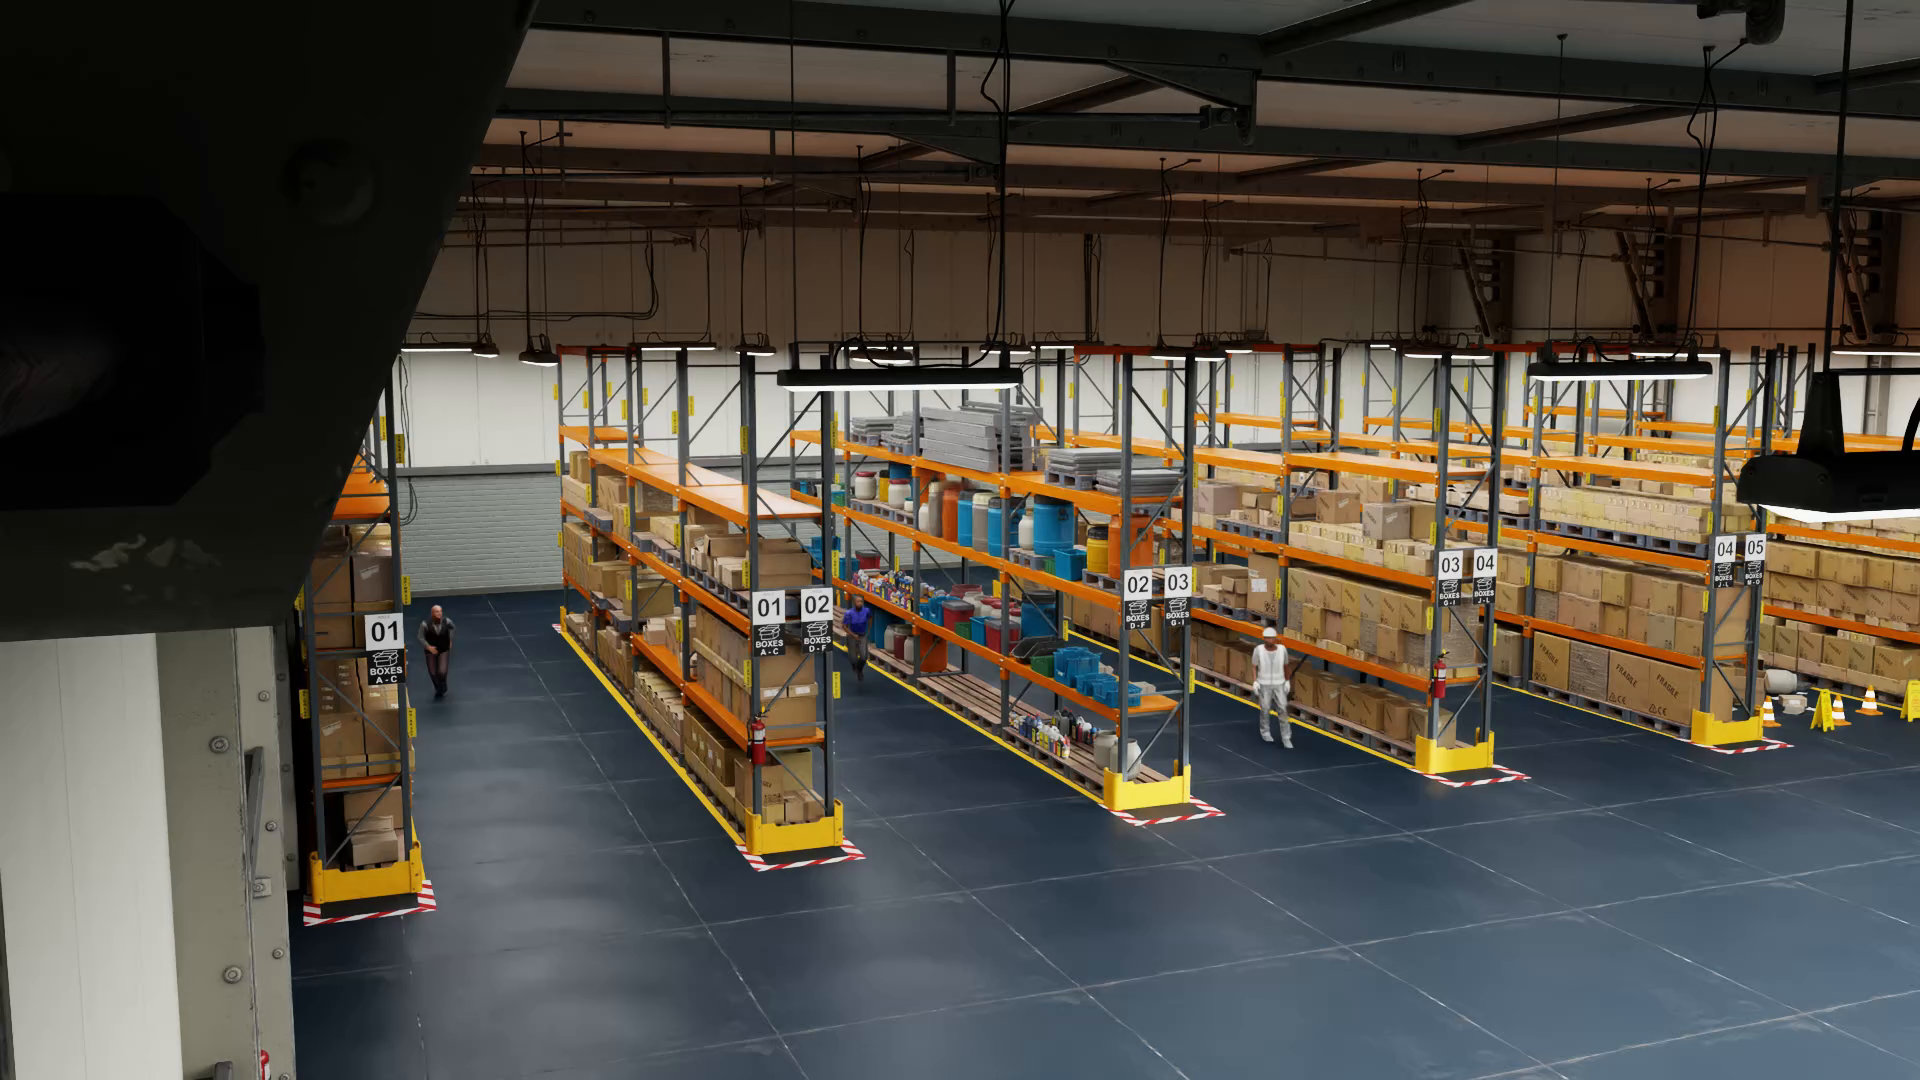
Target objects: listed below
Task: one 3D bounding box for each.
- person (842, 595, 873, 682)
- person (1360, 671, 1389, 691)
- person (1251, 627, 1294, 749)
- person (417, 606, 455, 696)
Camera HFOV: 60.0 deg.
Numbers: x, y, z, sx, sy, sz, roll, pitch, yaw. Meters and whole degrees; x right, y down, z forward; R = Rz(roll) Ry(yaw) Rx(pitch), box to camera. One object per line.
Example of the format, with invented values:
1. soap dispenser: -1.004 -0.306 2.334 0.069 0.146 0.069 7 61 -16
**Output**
1. person: -1.790 1.728 29.173 0.573 1.554 0.745 -1 7 -9
2. person: 7.074 1.942 28.355 0.445 1.557 0.891 -1 7 -10
3. person: 4.771 2.245 25.379 0.642 1.816 0.594 1 7 7
4. person: -8.974 1.904 28.544 0.604 1.632 0.725 -2 7 -12
